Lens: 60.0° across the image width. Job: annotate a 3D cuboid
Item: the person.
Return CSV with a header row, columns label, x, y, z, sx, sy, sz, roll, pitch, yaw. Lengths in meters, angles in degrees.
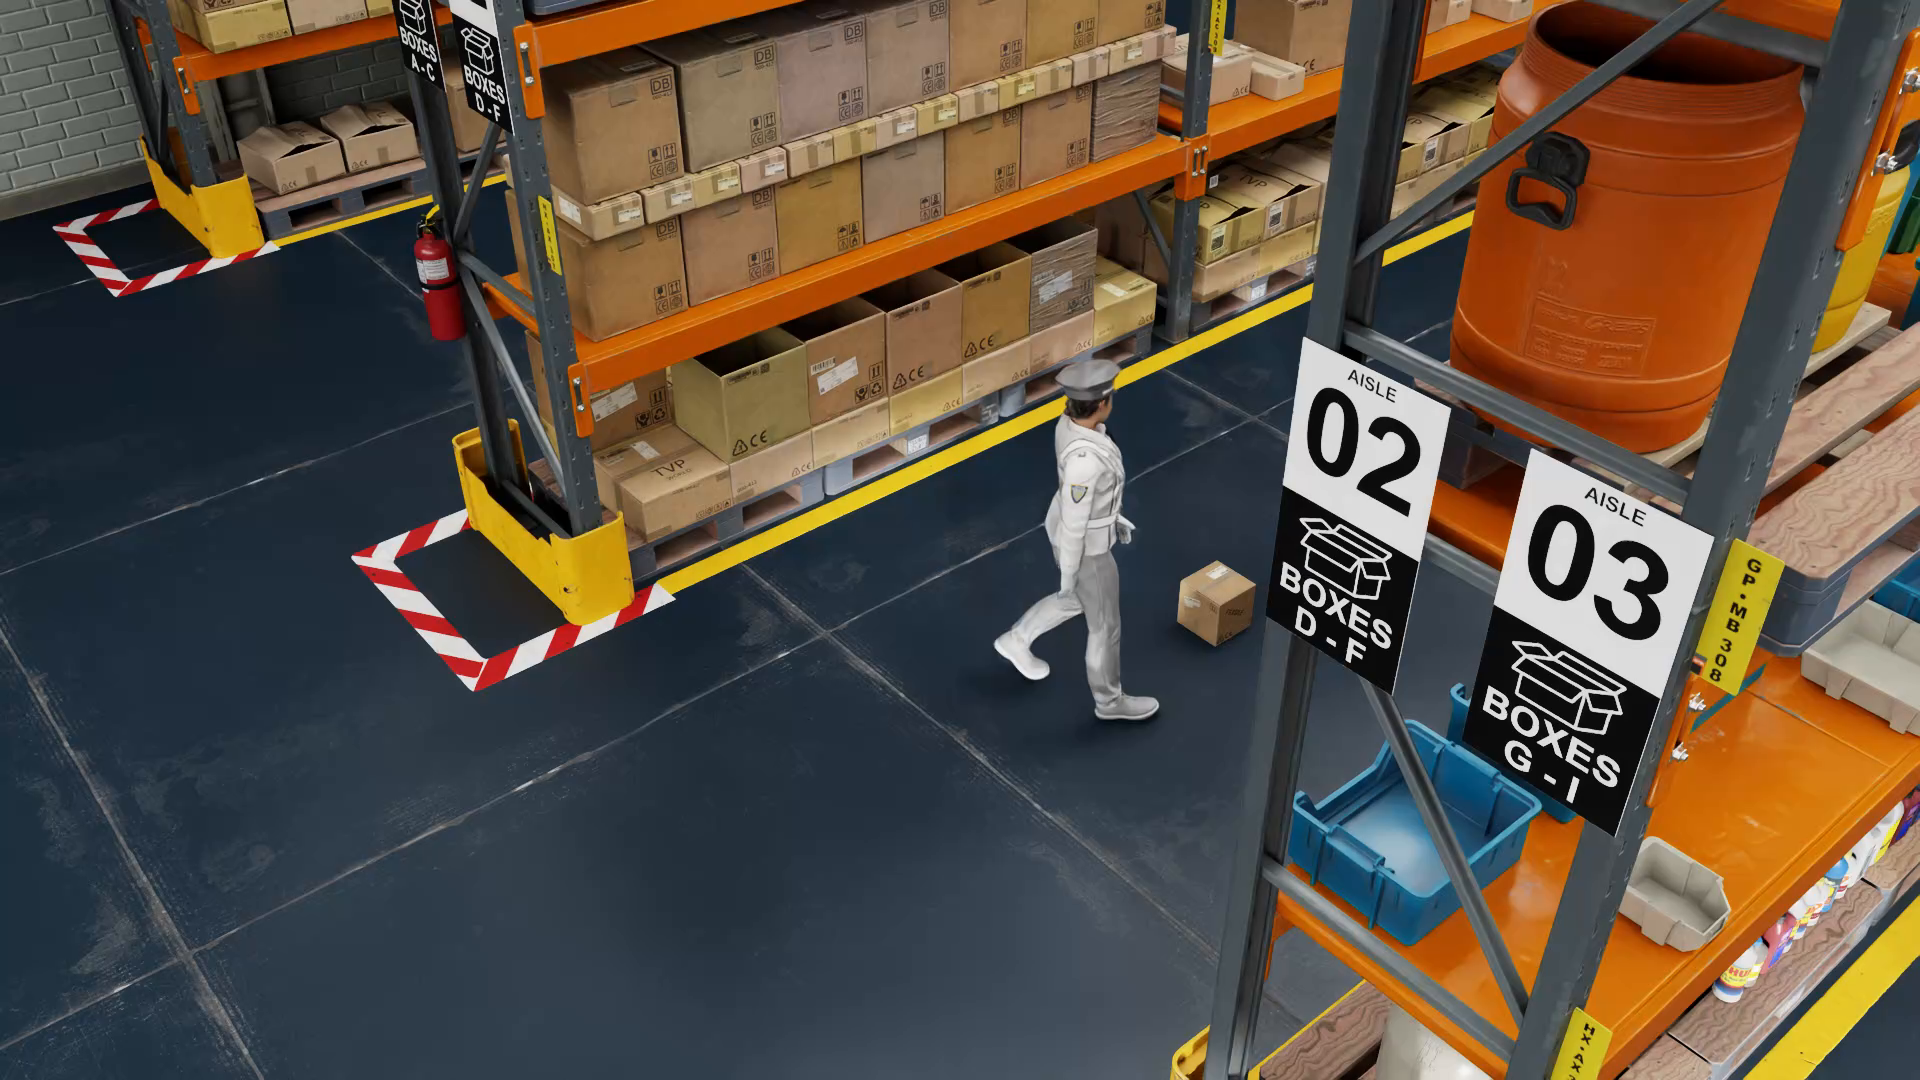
label,x,y,z,sx,sy,sz,roll,pitch,yaw
person,0.517,0.004,7.064,0.712,1.640,0.497,-2,36,-3
